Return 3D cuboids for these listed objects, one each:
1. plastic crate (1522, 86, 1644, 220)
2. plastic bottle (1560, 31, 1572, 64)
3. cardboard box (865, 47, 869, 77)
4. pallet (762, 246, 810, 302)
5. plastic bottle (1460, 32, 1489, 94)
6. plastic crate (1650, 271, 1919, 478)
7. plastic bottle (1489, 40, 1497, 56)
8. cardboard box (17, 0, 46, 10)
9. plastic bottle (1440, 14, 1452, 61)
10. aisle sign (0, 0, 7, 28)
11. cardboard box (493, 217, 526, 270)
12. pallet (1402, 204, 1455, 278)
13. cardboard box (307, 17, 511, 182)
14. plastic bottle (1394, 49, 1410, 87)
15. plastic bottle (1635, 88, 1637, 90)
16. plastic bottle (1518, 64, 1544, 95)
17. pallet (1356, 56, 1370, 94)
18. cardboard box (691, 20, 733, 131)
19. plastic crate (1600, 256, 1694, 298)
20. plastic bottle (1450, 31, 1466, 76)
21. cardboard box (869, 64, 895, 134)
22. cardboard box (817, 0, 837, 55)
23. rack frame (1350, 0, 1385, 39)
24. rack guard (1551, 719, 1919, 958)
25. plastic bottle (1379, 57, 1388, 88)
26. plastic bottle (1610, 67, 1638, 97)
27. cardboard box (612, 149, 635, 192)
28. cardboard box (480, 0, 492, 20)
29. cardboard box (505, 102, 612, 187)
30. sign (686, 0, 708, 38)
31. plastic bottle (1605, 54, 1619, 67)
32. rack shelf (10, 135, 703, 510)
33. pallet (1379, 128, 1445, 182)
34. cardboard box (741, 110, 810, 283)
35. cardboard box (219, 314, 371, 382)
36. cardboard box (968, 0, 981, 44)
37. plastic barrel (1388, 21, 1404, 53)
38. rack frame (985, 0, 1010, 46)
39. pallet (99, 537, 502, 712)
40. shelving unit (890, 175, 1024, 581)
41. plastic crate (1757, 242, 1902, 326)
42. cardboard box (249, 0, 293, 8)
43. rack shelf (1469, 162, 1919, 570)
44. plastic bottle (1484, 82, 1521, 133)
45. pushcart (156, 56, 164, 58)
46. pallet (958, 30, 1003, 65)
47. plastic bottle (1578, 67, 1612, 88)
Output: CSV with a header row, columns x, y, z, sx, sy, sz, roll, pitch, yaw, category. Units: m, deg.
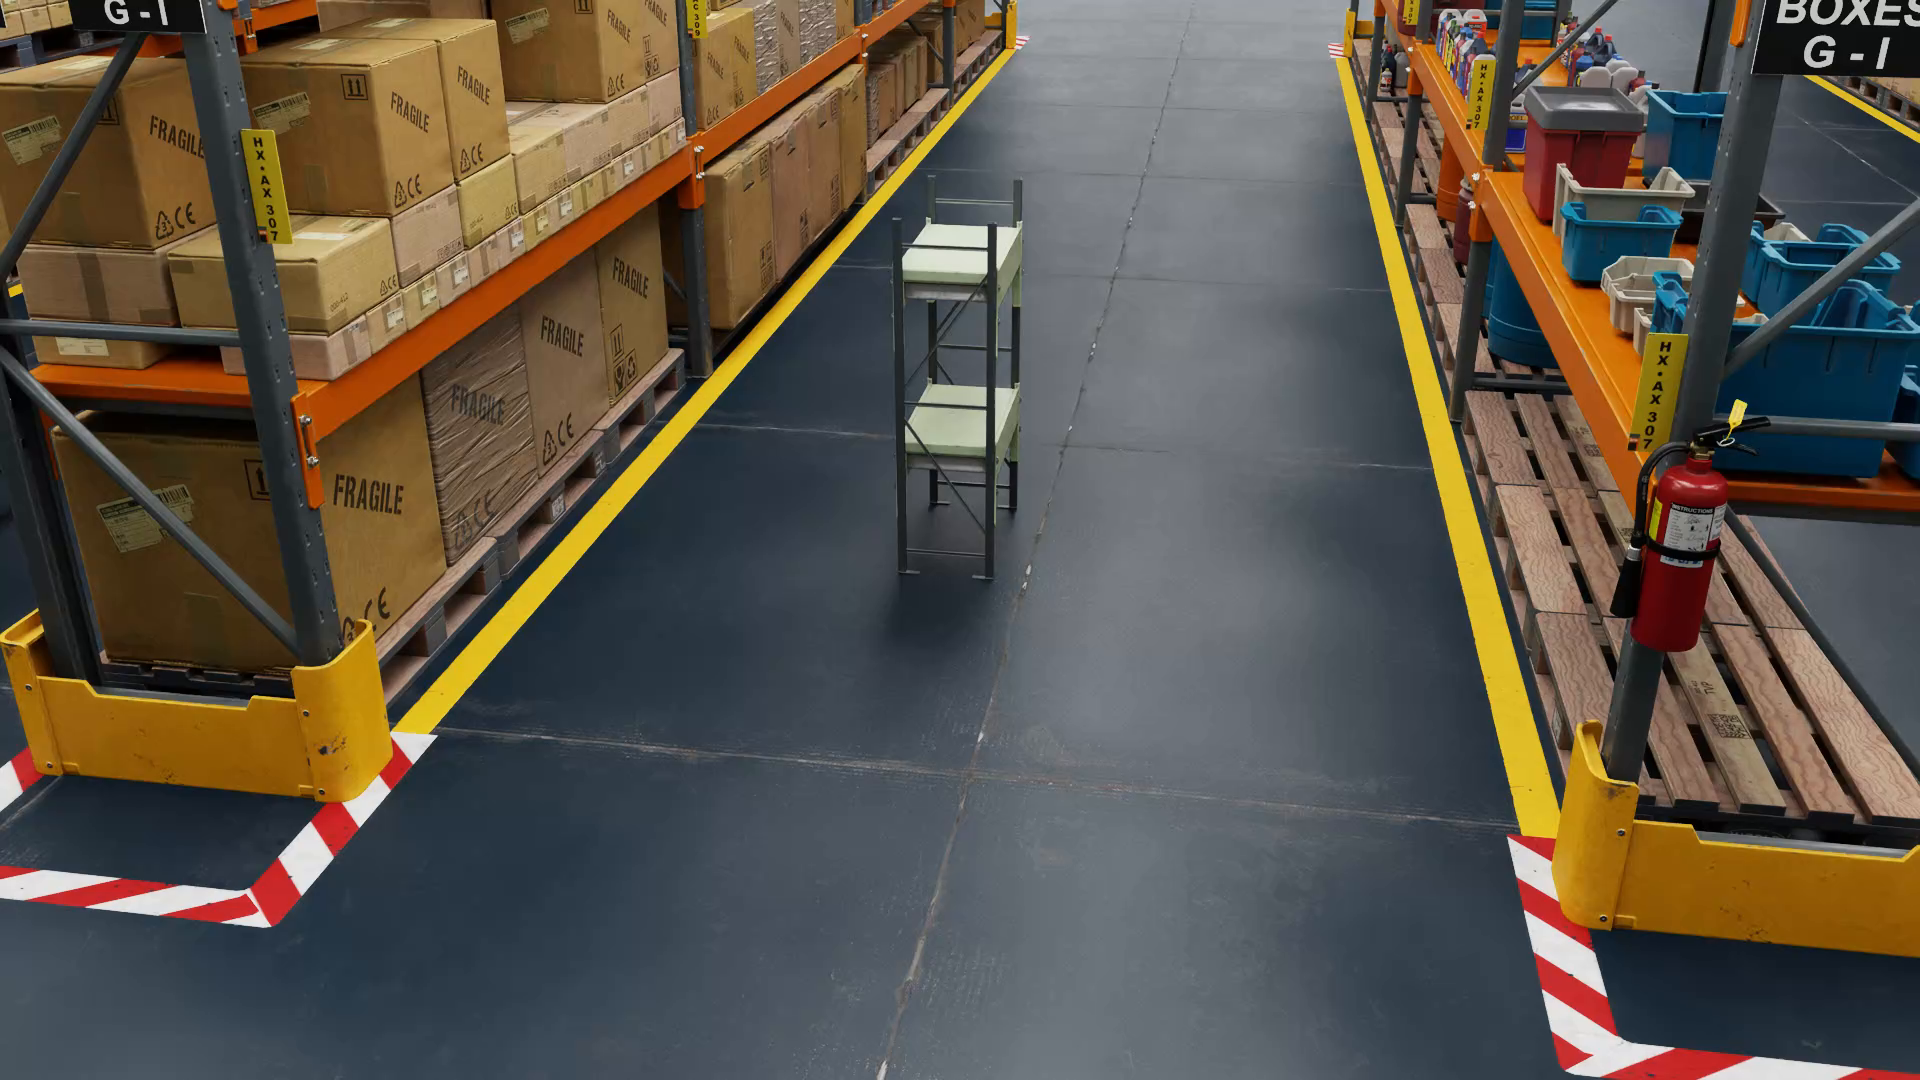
x,y,z,sx,sy,sz,roll,pitch,yaw,category
2.623,-1.649,7.088,0.402,0.464,0.583,4,25,9,plastic crate
3.950,-3.189,10.760,0.097,0.201,0.097,0,25,0,plastic bottle
-1.060,-3.876,13.538,0.500,0.250,0.500,7,26,14,cardboard box
-1.621,-1.869,10.993,1.003,0.211,1.213,4,25,9,pallet
3.024,-2.794,9.739,0.144,0.351,0.185,4,25,9,plastic bottle
2.233,-0.472,4.607,0.616,0.435,0.499,4,25,9,plastic crate
3.196,-2.840,9.837,0.144,0.351,0.185,4,25,9,plastic bottle
-6.063,-3.460,10.554,0.380,0.149,0.250,5,26,11,cardboard box
3.182,-3.276,10.848,0.061,0.283,0.133,4,25,9,plastic bottle
-2.832,-1.787,4.463,0.394,0.787,0.004,4,25,9,aisle sign
-1.933,-1.169,6.505,0.380,0.149,0.250,4,25,8,cardboard box
3.582,-2.026,11.329,1.003,0.211,1.213,4,25,9,pallet
-2.019,-1.634,6.143,0.500,0.500,0.500,3,25,7,cardboard box
4.287,-4.573,16.088,0.144,0.351,0.185,4,25,9,plastic bottle
3.605,-2.307,8.875,0.097,0.201,0.097,0,25,0,plastic bottle
2.986,-2.323,8.734,0.144,0.351,0.185,4,25,9,plastic bottle
4.672,-4.821,17.301,1.003,0.211,1.213,4,25,9,pallet
-1.548,-2.512,8.961,0.500,0.500,0.500,4,25,9,cardboard box
2.430,-0.901,5.876,0.298,0.136,0.250,4,25,9,plastic crate
3.099,-3.012,10.299,0.097,0.271,0.097,0,25,0,plastic bottle
-0.963,-3.784,14.225,0.700,0.500,0.500,6,26,13,cardboard box
-1.140,-3.578,11.239,0.500,0.500,0.500,4,25,8,cardboard box
4.977,-6.967,18.597,1.000,3.000,0.127,4,25,9,rack frame
2.371,0.867,4.807,1.175,0.500,0.348,4,25,9,rack guard
4.077,-4.488,15.984,0.061,0.283,0.133,5,26,11,plastic bottle
3.619,-2.447,9.086,0.152,0.276,0.135,4,25,9,plastic bottle
-1.723,-1.705,7.651,0.380,0.149,0.250,4,25,9,cardboard box
-2.289,-2.310,7.589,0.500,0.500,0.500,4,25,9,cardboard box
-1.849,-1.726,7.224,0.500,0.250,0.500,5,25,10,cardboard box
-1.322,-2.682,8.327,0.100,0.325,0.005,4,25,9,sign
3.719,-2.629,9.480,0.097,0.271,0.097,0,25,0,plastic bottle
-2.197,-1.130,6.973,1.077,0.370,4.000,4,25,9,rack shelf
4.037,-3.189,13.813,1.003,0.211,1.213,4,25,9,pallet
-1.640,-2.163,10.343,1.225,0.875,0.875,3,25,7,cardboard box
-2.140,-0.631,5.356,0.380,0.149,0.250,4,25,9,cardboard box
-0.091,-5.856,18.676,0.500,0.500,0.500,11,27,22,cardboard box
4.863,-5.541,17.988,0.421,0.512,0.421,0,25,0,plastic barrel
0.091,-7.311,19.330,1.000,3.000,0.127,4,25,9,rack frame
-2.470,0.304,6.351,1.003,0.211,1.213,4,25,9,pallet
0.001,-0.682,6.938,0.431,1.500,0.755,4,25,9,shelving unit
2.943,-0.858,5.672,0.416,0.233,0.300,4,25,9,plastic crate
-5.753,-4.565,13.346,0.500,0.500,0.500,4,25,9,cardboard box
2.689,-0.786,6.240,1.077,0.370,4.000,4,25,9,rack shelf
2.821,-2.233,8.628,0.152,0.276,0.135,4,25,9,plastic bottle
-8.082,-5.000,17.486,1.648,0.377,0.936,-5,25,-10,pushcart
-0.089,-5.679,19.133,1.003,0.211,1.213,4,25,9,pallet
3.469,-2.457,9.108,0.152,0.276,0.135,4,25,9,plastic bottle
